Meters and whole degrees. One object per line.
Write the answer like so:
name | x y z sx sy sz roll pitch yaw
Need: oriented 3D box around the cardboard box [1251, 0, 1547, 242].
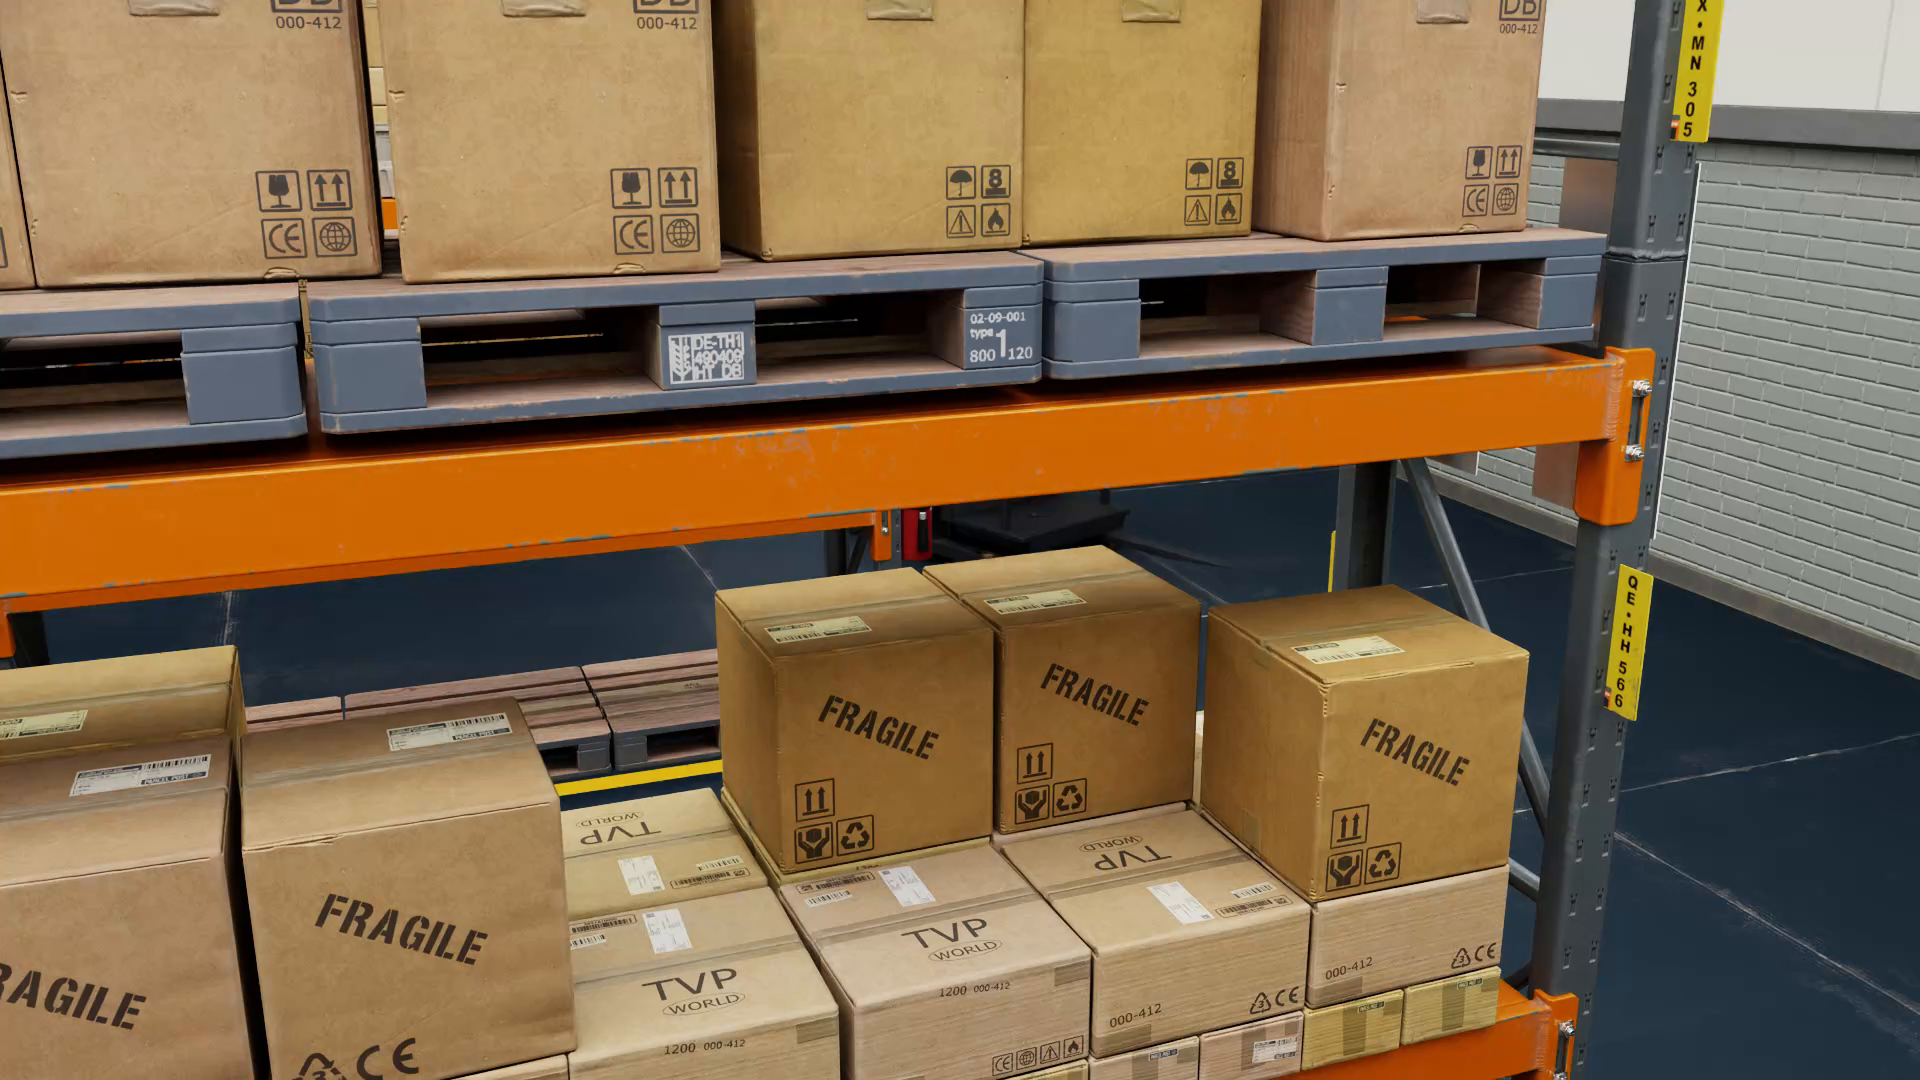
cardboard box | 0.777 -0.926 3.503 0.500 0.500 0.700 -7 18 -23

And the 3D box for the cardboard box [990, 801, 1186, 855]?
cardboard box | 0.216 0.705 4.112 0.500 0.250 0.500 -6 18 -21

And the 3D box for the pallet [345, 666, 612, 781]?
pallet | -2.450 0.974 8.407 1.213 0.211 1.003 -6 17 -20

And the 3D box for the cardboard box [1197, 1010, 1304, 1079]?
cardboard box | 0.551 1.039 3.682 0.250 0.149 0.380 -6 17 -20

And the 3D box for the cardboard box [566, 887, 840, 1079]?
cardboard box | -0.548 0.948 3.284 0.500 0.250 0.500 -6 17 -20

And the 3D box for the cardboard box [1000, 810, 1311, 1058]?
cardboard box | 0.412 0.843 3.642 0.500 0.250 0.500 -6 18 -21

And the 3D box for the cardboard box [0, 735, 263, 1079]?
cardboard box | -1.490 0.688 2.838 0.500 0.500 0.500 -6 17 -20

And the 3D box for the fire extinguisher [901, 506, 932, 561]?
fire extinguisher | -0.225 -0.238 8.386 0.183 0.674 0.296 -6 17 -20

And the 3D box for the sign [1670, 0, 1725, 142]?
sign | 1.425 -0.938 3.213 0.005 0.325 0.100 -6 17 -20

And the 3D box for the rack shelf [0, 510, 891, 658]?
rack shelf | -2.396 -0.012 8.092 4.000 0.370 1.077 -6 17 -20

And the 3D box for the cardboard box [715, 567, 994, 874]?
cardboard box | -0.250 0.395 3.836 0.500 0.500 0.500 -7 18 -22

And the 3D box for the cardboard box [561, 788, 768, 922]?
cardboard box | -0.740 0.809 3.759 0.500 0.250 0.500 -7 18 -21

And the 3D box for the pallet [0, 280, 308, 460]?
pallet | -1.724 -0.329 2.728 1.213 0.211 1.003 -6 17 -20

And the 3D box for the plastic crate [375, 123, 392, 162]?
plastic crate | -2.709 -1.799 7.787 0.530 0.282 0.437 -6 17 -20

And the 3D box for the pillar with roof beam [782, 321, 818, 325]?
pillar with roof beam | -0.322 -5.411 14.554 0.400 9.000 9.100 -6 17 -20

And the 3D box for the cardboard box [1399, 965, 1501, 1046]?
cardboard box | 1.029 0.987 3.858 0.250 0.149 0.380 -6 17 -19

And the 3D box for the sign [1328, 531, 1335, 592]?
sign | 1.050 0.144 4.606 0.005 0.325 0.100 -6 17 -20

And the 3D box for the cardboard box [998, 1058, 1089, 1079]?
cardboard box | 0.076 1.091 3.506 0.250 0.149 0.380 -7 18 -21

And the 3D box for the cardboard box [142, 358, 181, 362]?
cardboard box | -5.460 -1.487 11.660 0.500 0.500 0.500 -6 17 -19

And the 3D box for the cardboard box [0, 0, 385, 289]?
cardboard box | -1.279 -0.737 2.860 0.500 0.500 0.700 -5 17 -17

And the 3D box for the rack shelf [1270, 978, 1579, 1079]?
rack shelf | -0.624 1.291 3.655 4.000 0.370 1.077 -6 17 -20

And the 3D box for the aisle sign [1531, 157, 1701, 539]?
aisle sign | 1.418 -0.431 3.630 0.004 0.787 0.394 -6 17 -20

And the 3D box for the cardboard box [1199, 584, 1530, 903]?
cardboard box | 0.883 0.432 3.711 0.500 0.500 0.500 -6 17 -19

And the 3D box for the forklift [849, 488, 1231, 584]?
forklift | 0.475 -1.275 11.240 1.130 2.935 3.031 -15 22 -41

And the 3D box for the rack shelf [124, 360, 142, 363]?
rack shelf | -4.165 -1.316 12.532 4.000 0.370 1.077 -6 17 -20

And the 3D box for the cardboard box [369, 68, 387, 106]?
cardboard box | -4.086 -3.199 11.722 0.500 0.250 0.500 -6 17 -20

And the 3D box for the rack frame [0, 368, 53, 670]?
rack frame | -4.264 -0.156 7.304 0.127 3.000 1.000 -6 17 -20

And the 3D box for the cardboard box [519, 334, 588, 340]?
cardboard box | -3.102 -1.740 12.524 0.500 0.500 0.500 -6 17 -20

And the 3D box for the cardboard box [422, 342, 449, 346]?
cardboard box | -4.040 -1.641 12.185 0.500 0.500 0.500 -6 18 -21

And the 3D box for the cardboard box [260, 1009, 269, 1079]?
cardboard box | -1.493 1.050 2.939 0.500 0.250 0.500 -6 17 -20

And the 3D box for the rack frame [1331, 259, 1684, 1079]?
rack frame | 1.243 0.744 4.240 0.127 3.000 1.000 -6 17 -20

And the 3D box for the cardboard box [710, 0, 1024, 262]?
cardboard box | -0.257 -0.836 3.197 0.500 0.500 0.700 -7 18 -24

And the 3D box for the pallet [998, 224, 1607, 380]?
pallet | 0.554 -0.575 3.566 1.213 0.211 1.003 -6 17 -20
